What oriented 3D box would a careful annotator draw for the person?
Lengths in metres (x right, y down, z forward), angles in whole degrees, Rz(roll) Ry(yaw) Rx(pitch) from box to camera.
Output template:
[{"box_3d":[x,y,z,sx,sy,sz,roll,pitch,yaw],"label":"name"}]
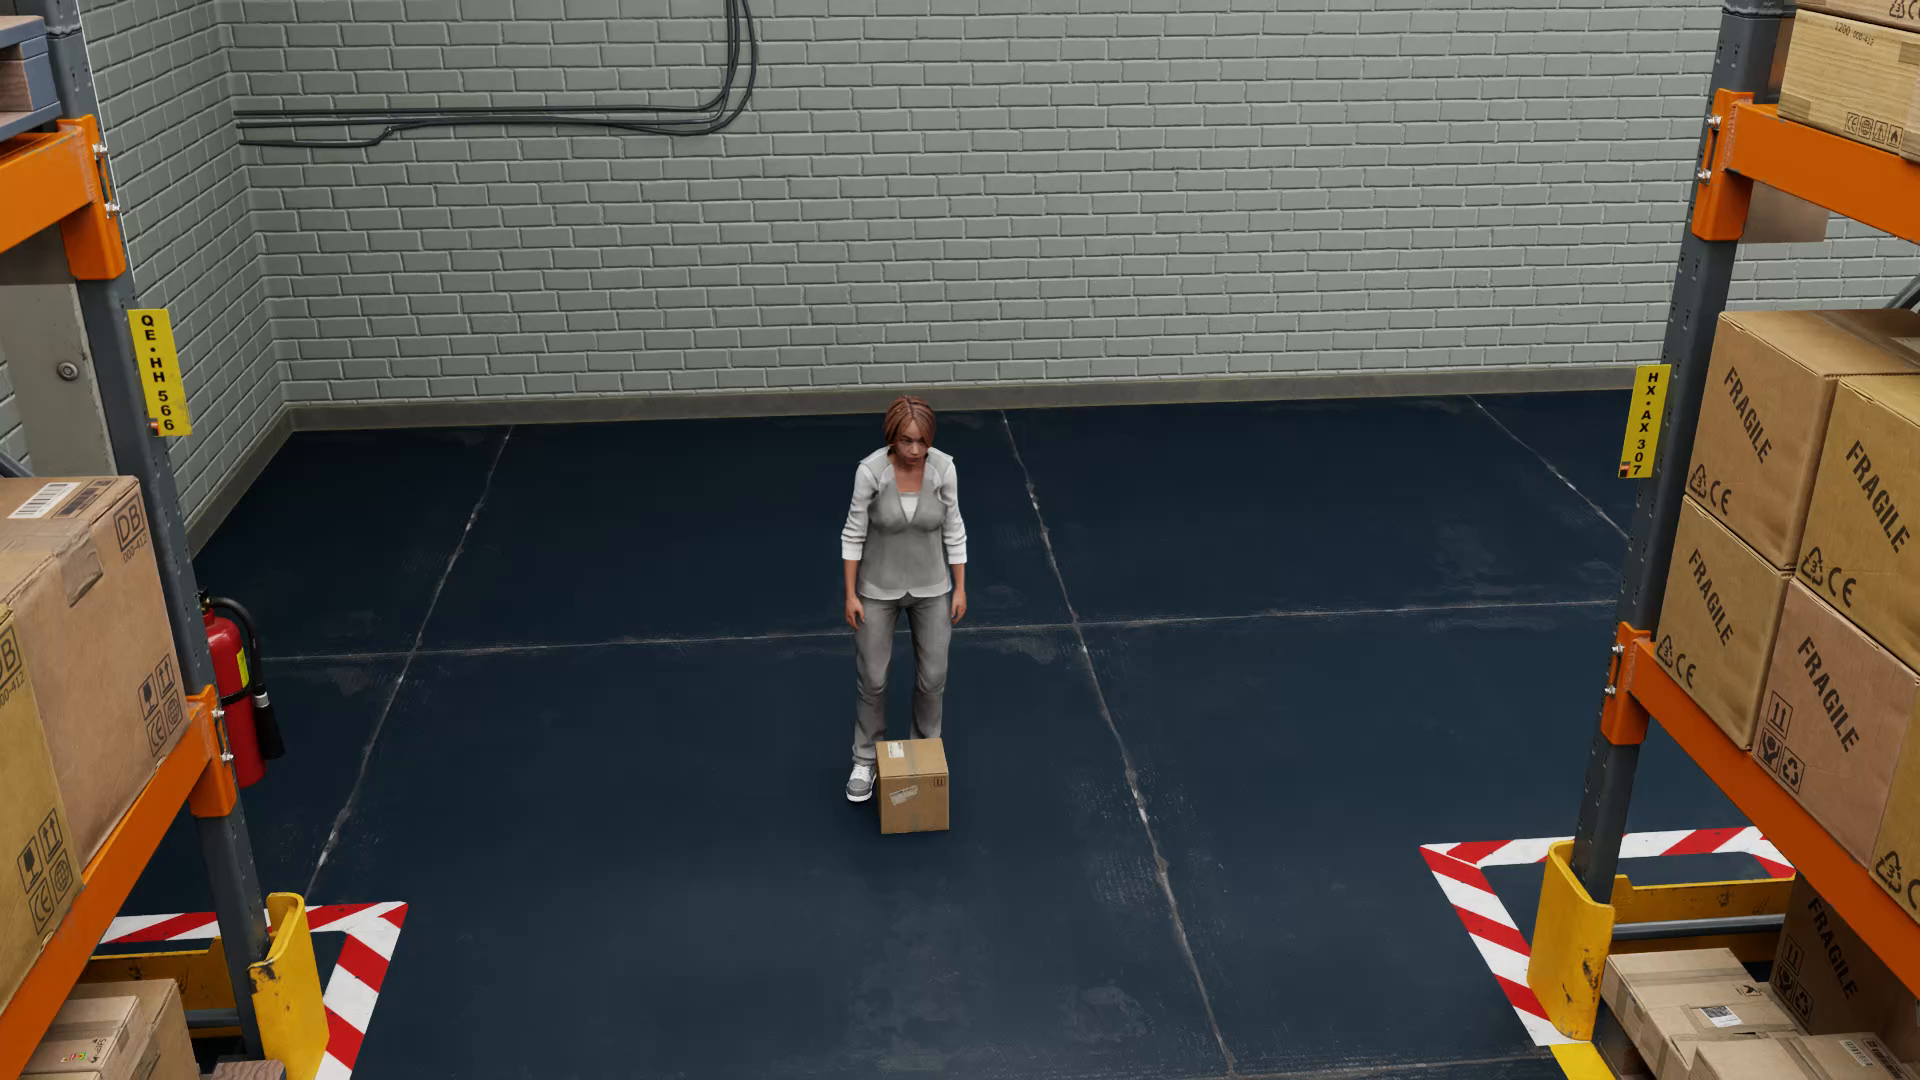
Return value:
[{"box_3d":[-0.209,0.208,6.150,0.483,1.592,0.347,-4,24,-8],"label":"person"}]
